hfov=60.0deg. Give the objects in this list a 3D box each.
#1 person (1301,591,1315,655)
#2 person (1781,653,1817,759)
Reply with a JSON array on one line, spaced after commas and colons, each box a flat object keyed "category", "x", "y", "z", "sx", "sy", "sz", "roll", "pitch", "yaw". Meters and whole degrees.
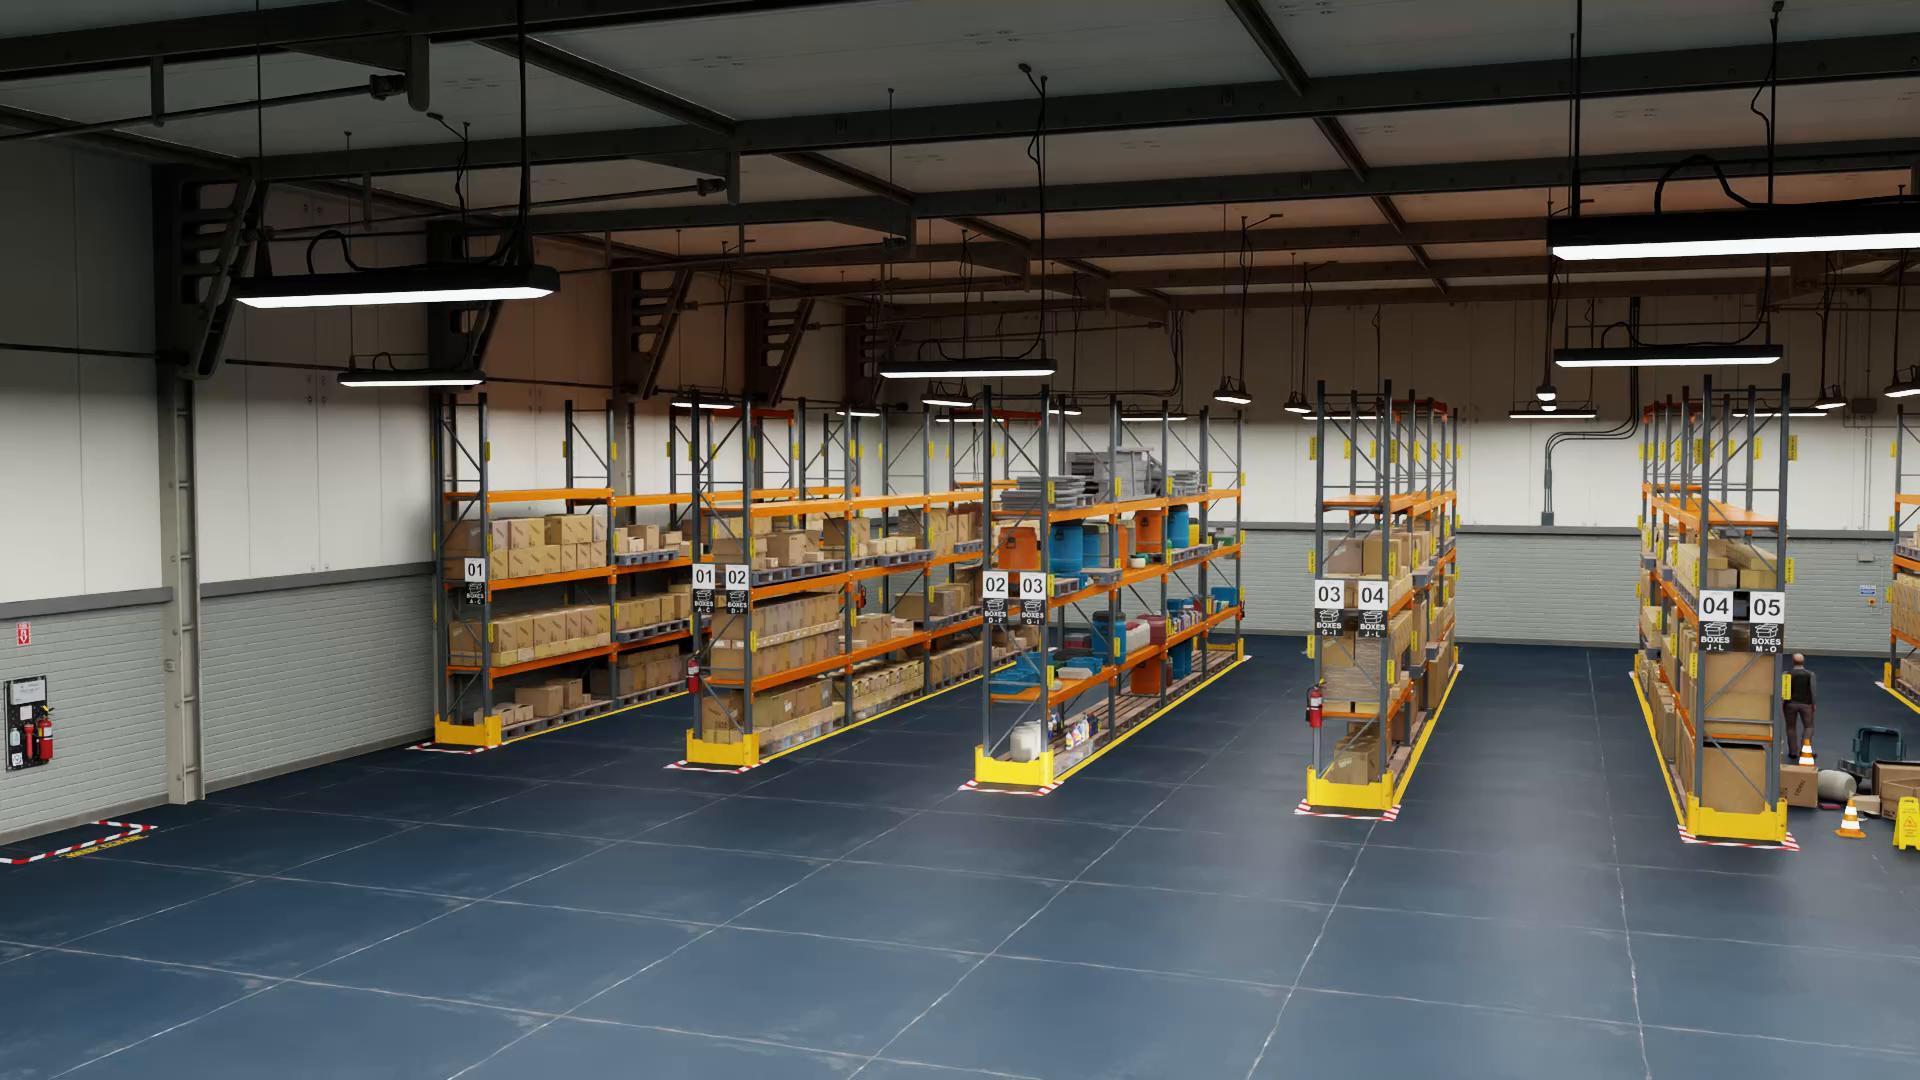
[{"category": "person", "x": 8.847, "y": 1.993, "z": 40.811, "sx": 0.938, "sy": 1.645, "sz": 0.485, "roll": 0, "pitch": 3, "yaw": 9}, {"category": "person", "x": 13.644, "y": 2.707, "z": 27.071, "sx": 0.562, "sy": 1.720, "sz": 0.523, "roll": 1, "pitch": 3, "yaw": 20}]
